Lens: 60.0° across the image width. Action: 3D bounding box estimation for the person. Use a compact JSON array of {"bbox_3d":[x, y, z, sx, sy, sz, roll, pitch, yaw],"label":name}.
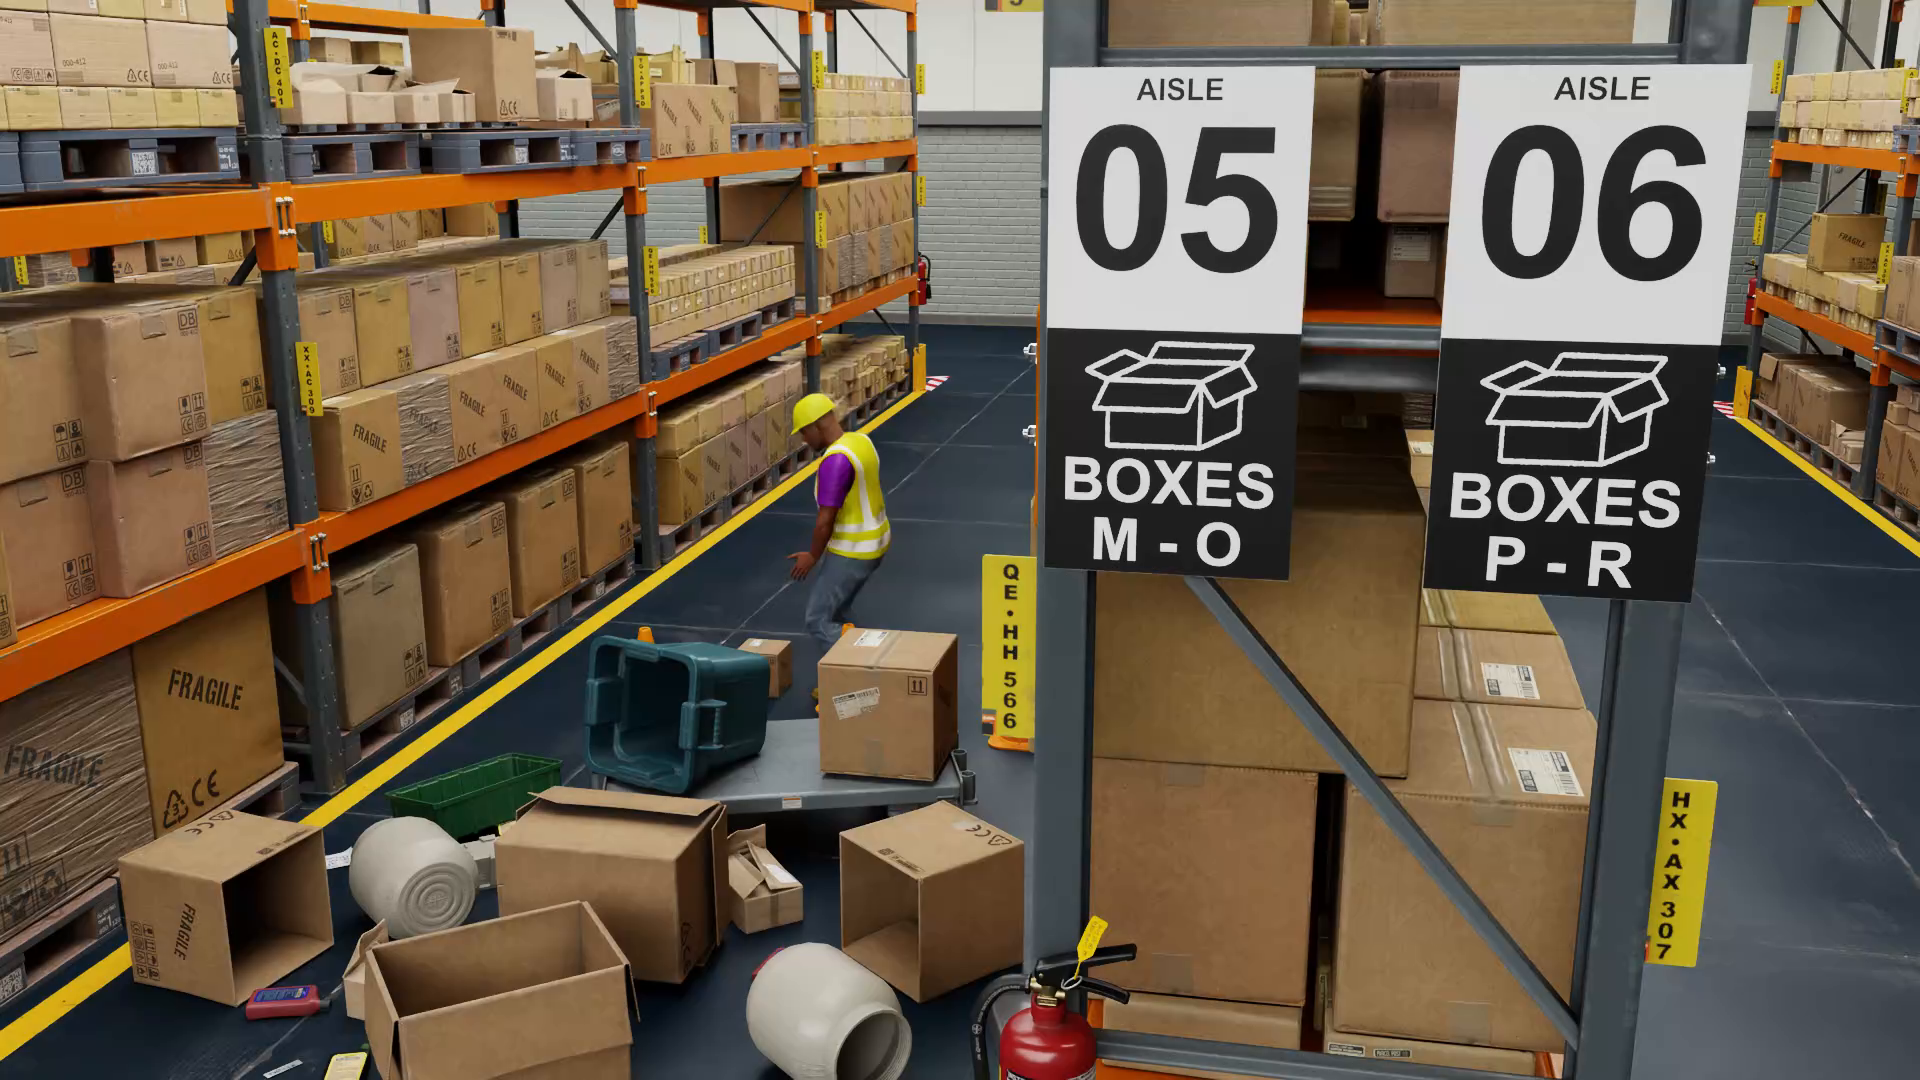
[{"bbox_3d":[-0.648,0.049,8.943,0.508,1.683,0.602,3,15,13],"label":"person"}]
